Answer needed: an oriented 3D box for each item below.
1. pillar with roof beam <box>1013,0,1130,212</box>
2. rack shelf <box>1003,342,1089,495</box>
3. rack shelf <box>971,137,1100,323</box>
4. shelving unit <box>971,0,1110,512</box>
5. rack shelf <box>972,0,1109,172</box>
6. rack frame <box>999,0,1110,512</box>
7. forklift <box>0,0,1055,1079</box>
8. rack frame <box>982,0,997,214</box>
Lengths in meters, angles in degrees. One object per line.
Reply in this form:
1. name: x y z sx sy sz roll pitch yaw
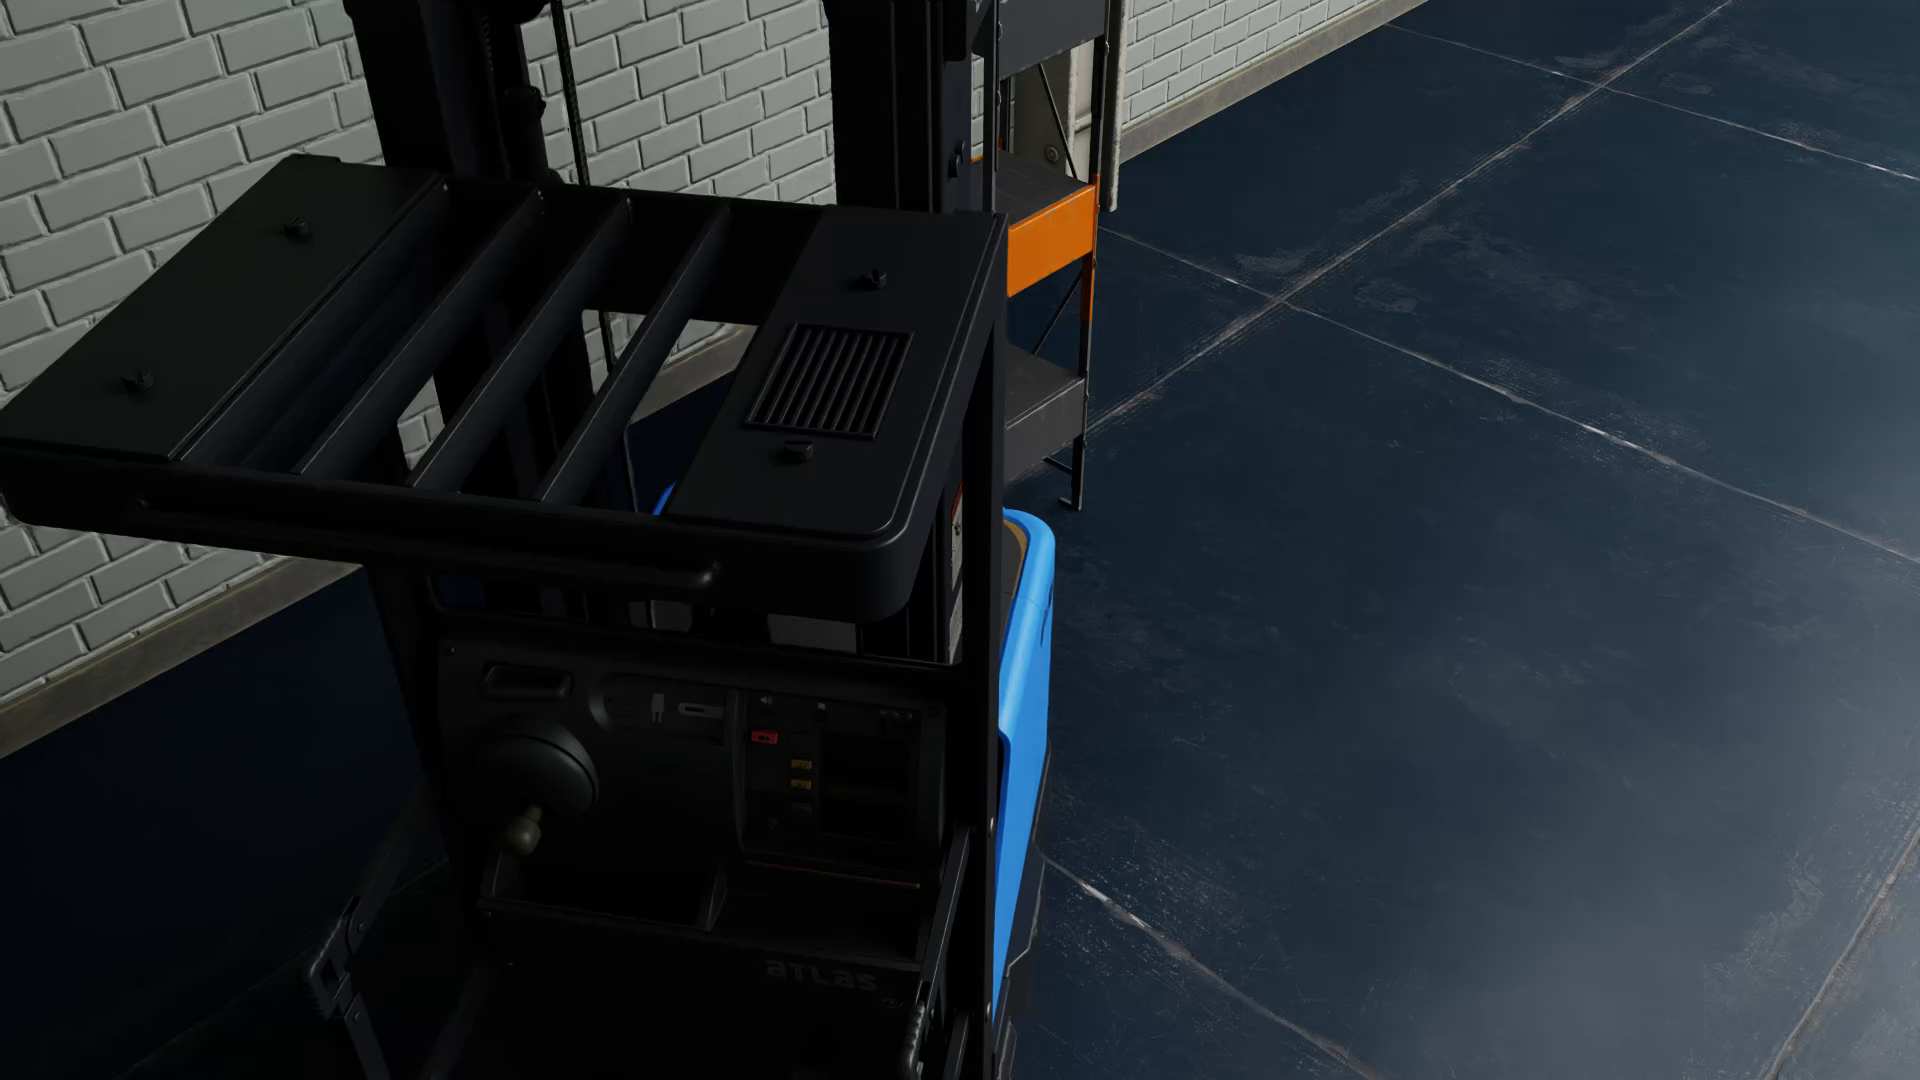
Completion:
1. pillar with roof beam: 3.658 -3.222 2.571 9.100 9.000 0.400 30 47 32
2. rack shelf: 0.112 -0.339 5.636 0.431 0.518 0.480 30 47 32
3. rack shelf: 0.112 -0.887 5.201 0.431 0.518 0.480 30 47 32
4. shelving unit: 0.112 -0.898 5.192 0.431 2.100 0.503 30 47 32
5. rack shelf: 0.112 -1.435 4.765 0.431 0.518 0.480 30 47 32
6. rack frame: 0.276 -1.010 5.333 0.400 2.100 0.015 30 47 32
7. forklift: -0.518 0.474 2.799 1.130 2.935 3.031 6 39 8
8. rack frame: -0.053 -0.786 5.051 0.400 2.100 0.015 30 47 32
